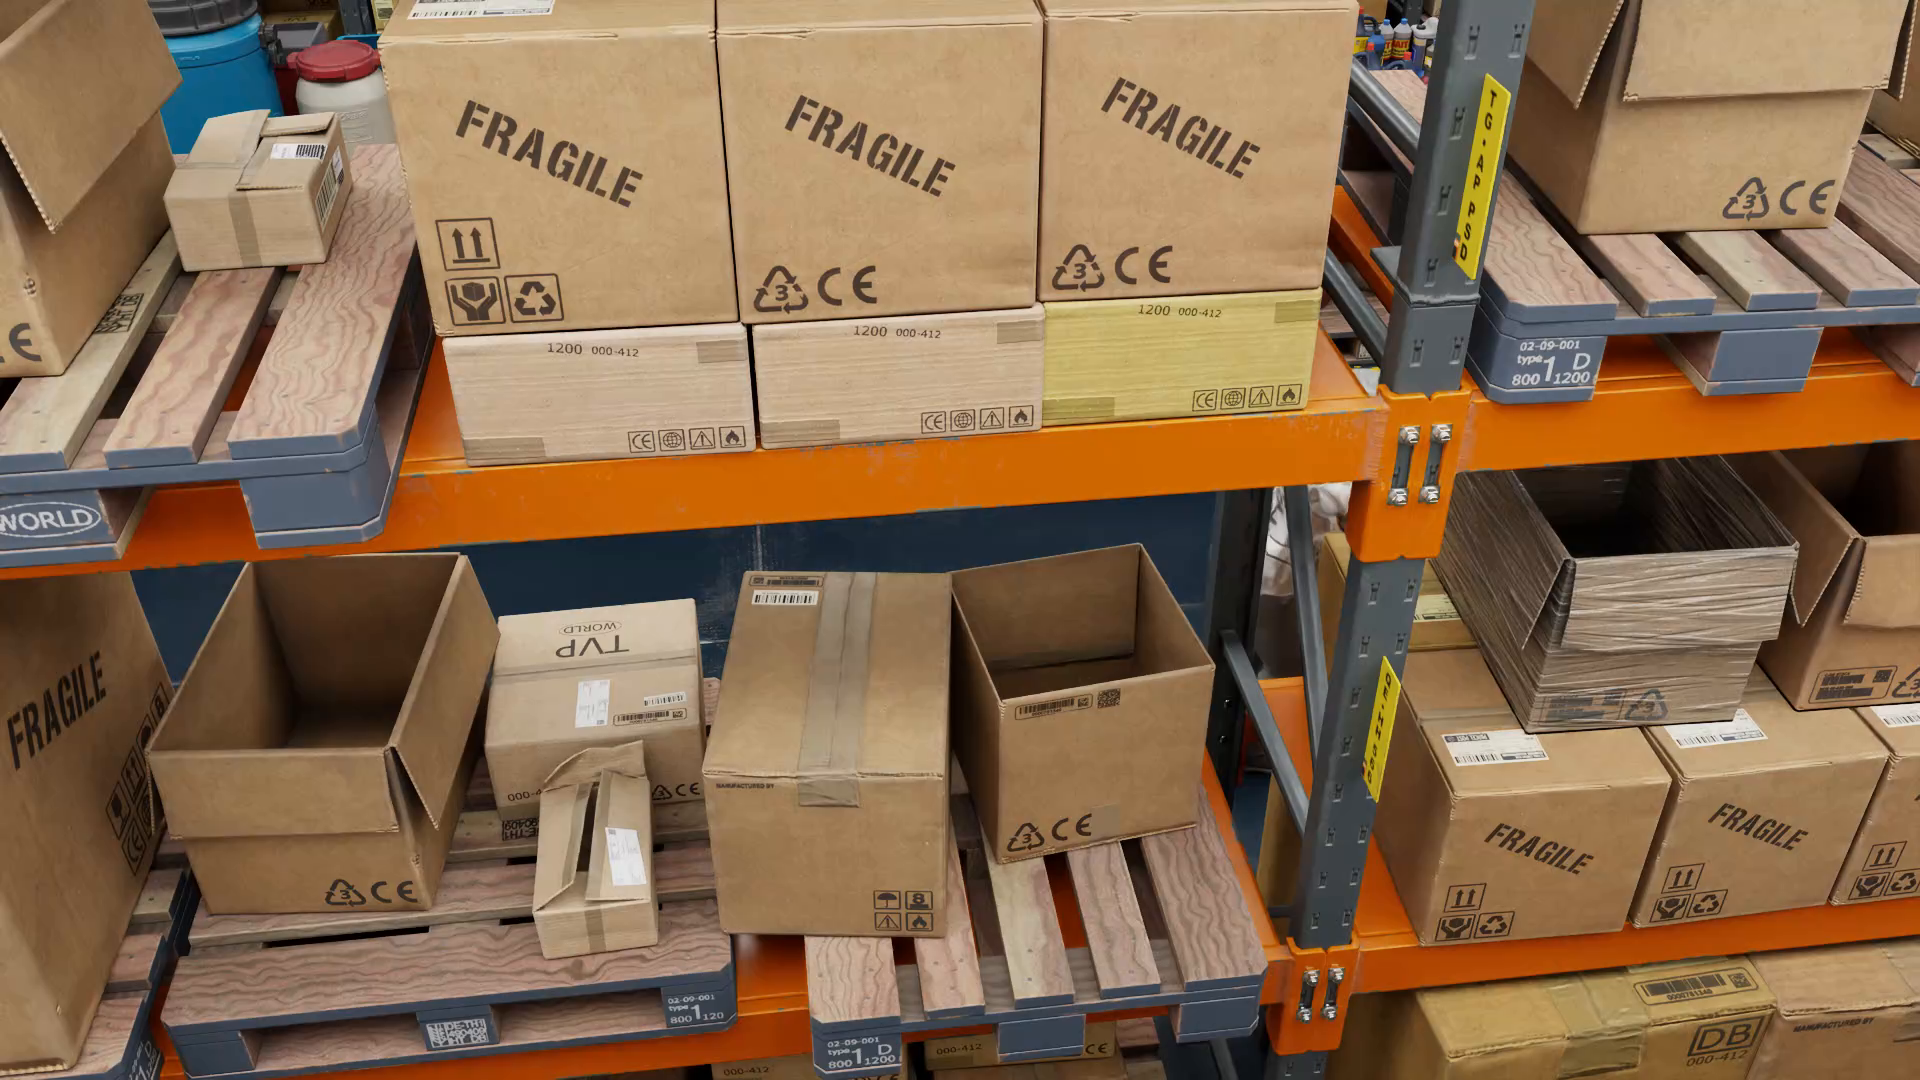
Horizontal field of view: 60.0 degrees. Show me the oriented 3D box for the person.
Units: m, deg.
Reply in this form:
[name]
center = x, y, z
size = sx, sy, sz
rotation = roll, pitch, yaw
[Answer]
[person]
center = 1.211, 0.133, 6.022
size = 0.574, 1.595, 0.412
rotation = -5, 35, -7
